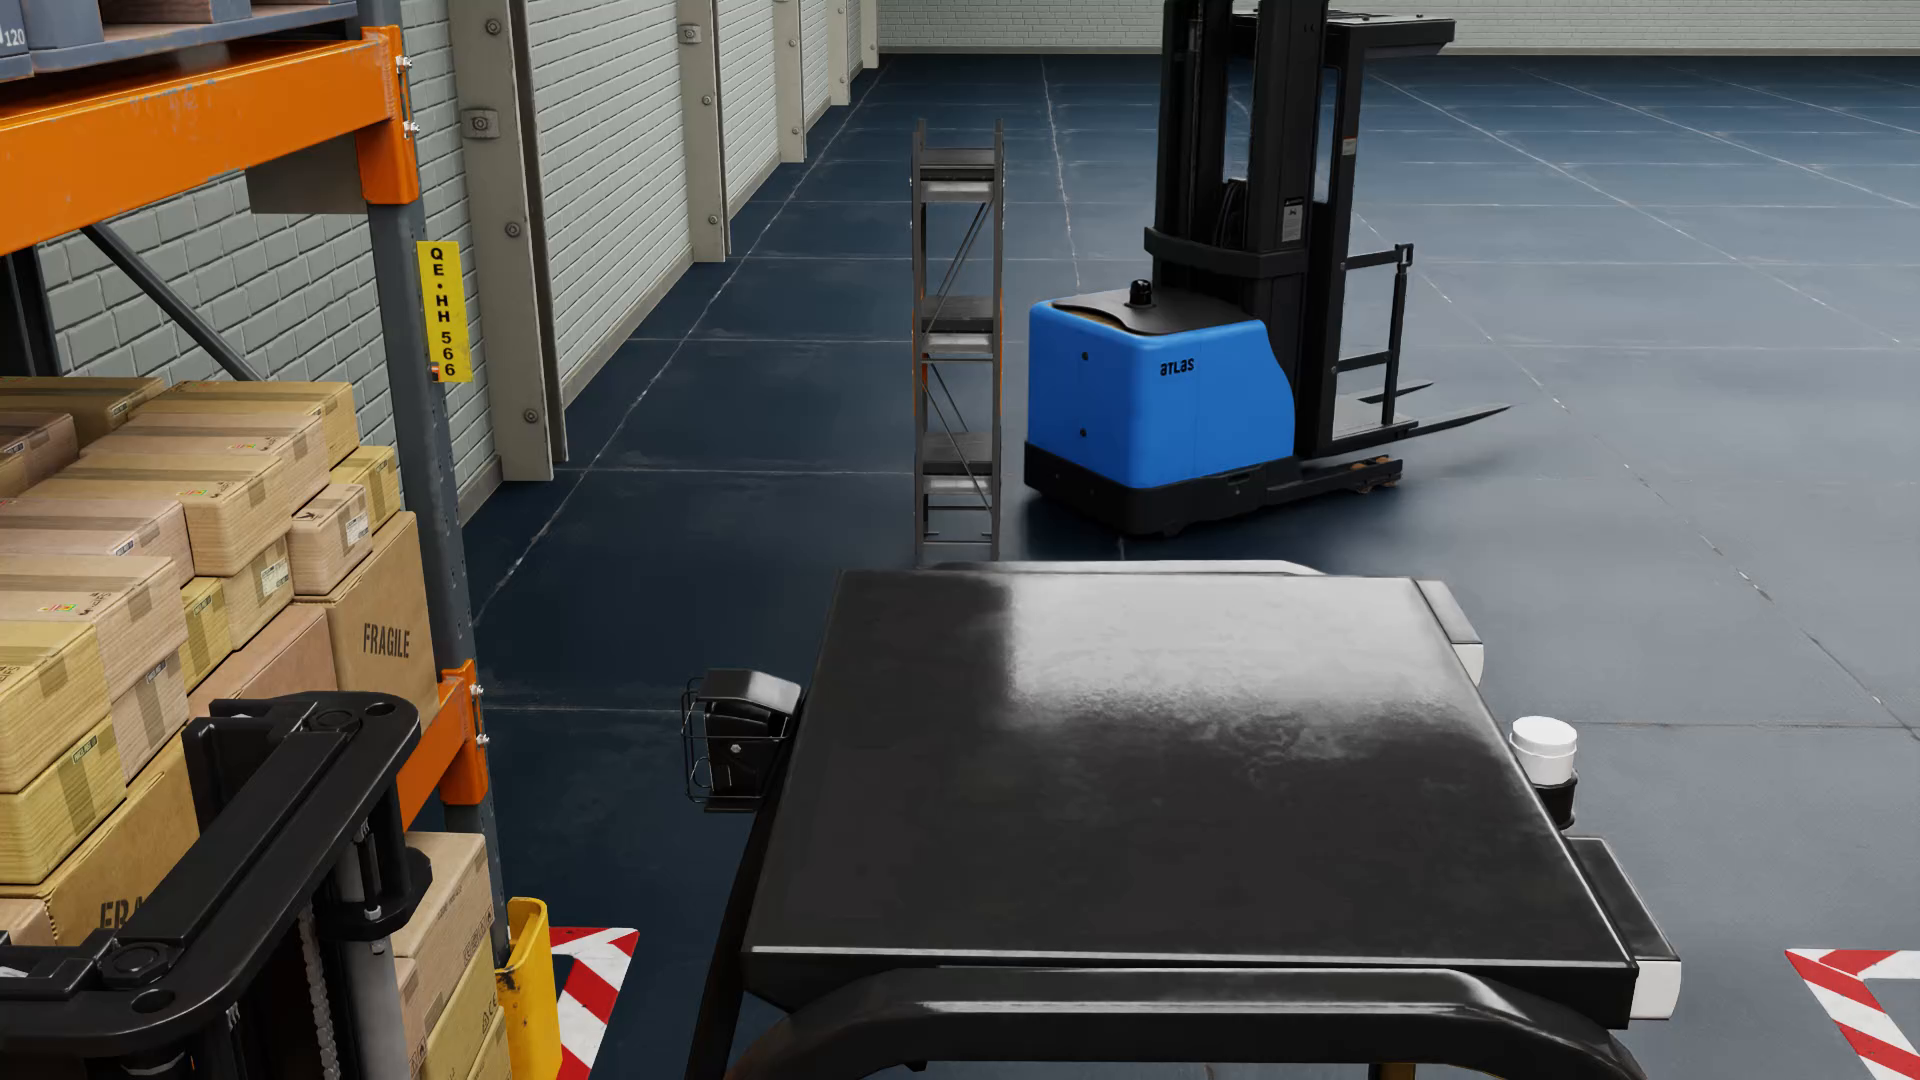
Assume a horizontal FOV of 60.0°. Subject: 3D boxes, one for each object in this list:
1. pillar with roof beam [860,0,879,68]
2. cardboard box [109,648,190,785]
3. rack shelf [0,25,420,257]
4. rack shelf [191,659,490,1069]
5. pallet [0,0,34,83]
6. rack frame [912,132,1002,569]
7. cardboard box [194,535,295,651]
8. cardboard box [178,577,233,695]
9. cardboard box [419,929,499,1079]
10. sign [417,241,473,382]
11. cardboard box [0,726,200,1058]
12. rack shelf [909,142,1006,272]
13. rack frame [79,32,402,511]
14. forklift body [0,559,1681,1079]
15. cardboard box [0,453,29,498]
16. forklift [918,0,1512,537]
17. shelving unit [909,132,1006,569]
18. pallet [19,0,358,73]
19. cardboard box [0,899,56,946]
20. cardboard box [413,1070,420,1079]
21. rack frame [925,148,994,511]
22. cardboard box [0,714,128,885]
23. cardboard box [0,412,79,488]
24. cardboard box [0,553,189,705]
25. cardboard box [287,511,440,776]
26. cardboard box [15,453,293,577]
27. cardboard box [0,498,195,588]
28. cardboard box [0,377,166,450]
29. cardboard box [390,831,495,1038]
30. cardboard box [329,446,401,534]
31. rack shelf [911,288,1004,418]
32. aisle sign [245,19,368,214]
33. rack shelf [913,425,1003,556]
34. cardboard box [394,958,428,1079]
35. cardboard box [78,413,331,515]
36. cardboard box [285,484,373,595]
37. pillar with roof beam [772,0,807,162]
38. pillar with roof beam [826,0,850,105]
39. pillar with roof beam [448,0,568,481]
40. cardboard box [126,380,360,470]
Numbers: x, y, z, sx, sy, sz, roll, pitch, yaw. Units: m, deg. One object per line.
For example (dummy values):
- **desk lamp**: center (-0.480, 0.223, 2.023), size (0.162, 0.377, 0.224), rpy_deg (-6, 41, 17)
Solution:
- **pillar with roof beam**: center (2.576, -13.233, 30.193), size (9.100, 9.000, 0.400), rpy_deg (1, 21, 2)
- **cardboard box**: center (-1.475, 0.274, 2.641), size (0.380, 0.149, 0.250), rpy_deg (0, 21, 0)
- **rack shelf**: center (-1.778, -0.218, 1.792), size (1.077, 0.370, 4.000), rpy_deg (1, 21, 2)
- **rack shelf**: center (-1.778, 1.181, 2.334), size (1.077, 0.370, 4.000), rpy_deg (1, 21, 2)
- **pallet**: center (-1.799, -0.538, 1.743), size (1.003, 0.211, 1.213), rpy_deg (1, 21, 2)
- **rack frame**: center (-0.012, -0.831, 7.767), size (0.400, 2.100, 0.015), rpy_deg (1, 21, 2)
- **cardboard box**: center (-1.495, 0.087, 3.122), size (0.380, 0.149, 0.250), rpy_deg (1, 21, 3)
- **cardboard box**: center (-1.514, 0.177, 2.892), size (0.380, 0.149, 0.250), rpy_deg (0, 21, 1)
- **cardboard box**: center (-1.420, 1.154, 3.936), size (0.500, 0.250, 0.500), rpy_deg (0, 21, 1)
- **sign**: center (-1.175, -0.517, 3.787), size (0.100, 0.325, 0.005), rpy_deg (1, 21, 2)
- **cardboard box**: center (-1.510, 0.629, 2.623), size (0.500, 0.500, 0.500), rpy_deg (0, 21, 1)
- **rack shelf**: center (-0.005, -1.559, 7.747), size (0.431, 0.518, 0.480), rpy_deg (1, 21, 2)
- **rack frame**: center (-1.714, 0.122, 4.068), size (0.949, 2.616, 0.053), rpy_deg (1, 21, 2)
- **forklift body**: center (0.049, 1.223, 2.403), size (2.313, 2.155, 1.214), rpy_deg (1, 21, 2)
- **cardboard box**: center (-1.977, -0.057, 3.082), size (0.380, 0.149, 0.250), rpy_deg (1, 21, 3)
- **forklift**: center (1.540, -1.692, 8.837), size (3.810, 2.935, 1.130), rpy_deg (-13, 25, -31)
- **shelving unit**: center (-0.005, -0.918, 7.993), size (0.431, 2.100, 0.499), rpy_deg (1, 21, 2)
- **pallet**: center (-1.765, -0.980, 2.883), size (1.003, 0.211, 1.213), rpy_deg (1, 21, 2)
- **cardboard box**: center (-1.514, 0.811, 2.154), size (0.500, 0.500, 0.500), rpy_deg (1, 21, 2)
- **cardboard box**: center (-1.446, 1.336, 3.469), size (0.500, 0.250, 0.500), rpy_deg (0, 21, 1)
- **rack frame**: center (0.001, -1.007, 8.222), size (0.380, 1.831, 0.006), rpy_deg (1, 21, 2)
- **cardboard box**: center (-1.462, 0.366, 2.405), size (0.380, 0.149, 0.250), rpy_deg (1, 21, 2)
- **cardboard box**: center (-2.012, -0.151, 3.326), size (0.380, 0.149, 0.250), rpy_deg (1, 21, 3)
- **cardboard box**: center (-1.454, 0.135, 2.588), size (0.380, 0.149, 0.250), rpy_deg (1, 21, 3)
- **cardboard box**: center (-1.470, 0.256, 3.584), size (0.500, 0.500, 0.500), rpy_deg (0, 21, 0)
- **cardboard box**: center (-1.475, -0.049, 3.063), size (0.380, 0.149, 0.250), rpy_deg (1, 21, 3)
- **cardboard box**: center (-1.557, 0.040, 2.834), size (0.380, 0.149, 0.250), rpy_deg (1, 21, 2)
- **cardboard box**: center (-1.941, -0.247, 3.572), size (0.380, 0.149, 0.250), rpy_deg (0, 21, 1)
- **cardboard box**: center (-1.419, 0.912, 3.870), size (0.500, 0.250, 0.500), rpy_deg (1, 21, 3)
- **cardboard box**: center (-1.448, -0.099, 3.601), size (0.380, 0.149, 0.250), rpy_deg (1, 21, 2)
- **rack shelf**: center (-0.005, -0.906, 8.000), size (0.431, 0.518, 0.480), rpy_deg (1, 21, 2)
- **aisle sign**: center (-1.422, -1.110, 3.650), size (0.394, 0.787, 0.004), rpy_deg (1, 21, 2)
- **rack shelf**: center (-0.005, -0.254, 8.253), size (0.431, 0.518, 0.480), rpy_deg (1, 21, 2)
- **cardboard box**: center (-1.429, 1.097, 3.394), size (0.500, 0.250, 0.500), rpy_deg (1, 21, 3)
- **cardboard box**: center (-1.494, -0.144, 3.308), size (0.380, 0.149, 0.250), rpy_deg (1, 21, 2)
- **cardboard box**: center (-1.426, -0.006, 3.362), size (0.380, 0.149, 0.250), rpy_deg (1, 21, 2)
- **pillar with roof beam**: center (2.211, -8.894, 19.011), size (9.100, 9.000, 0.400), rpy_deg (1, 21, 2)
- **pillar with roof beam**: center (2.394, -11.063, 24.602), size (9.100, 9.000, 0.400), rpy_deg (1, 21, 2)
- **pillar with roof beam**: center (1.846, -4.555, 7.828), size (9.100, 9.000, 0.400), rpy_deg (1, 21, 2)
- **cardboard box**: center (-1.517, -0.234, 3.539), size (0.380, 0.149, 0.250), rpy_deg (1, 21, 2)
